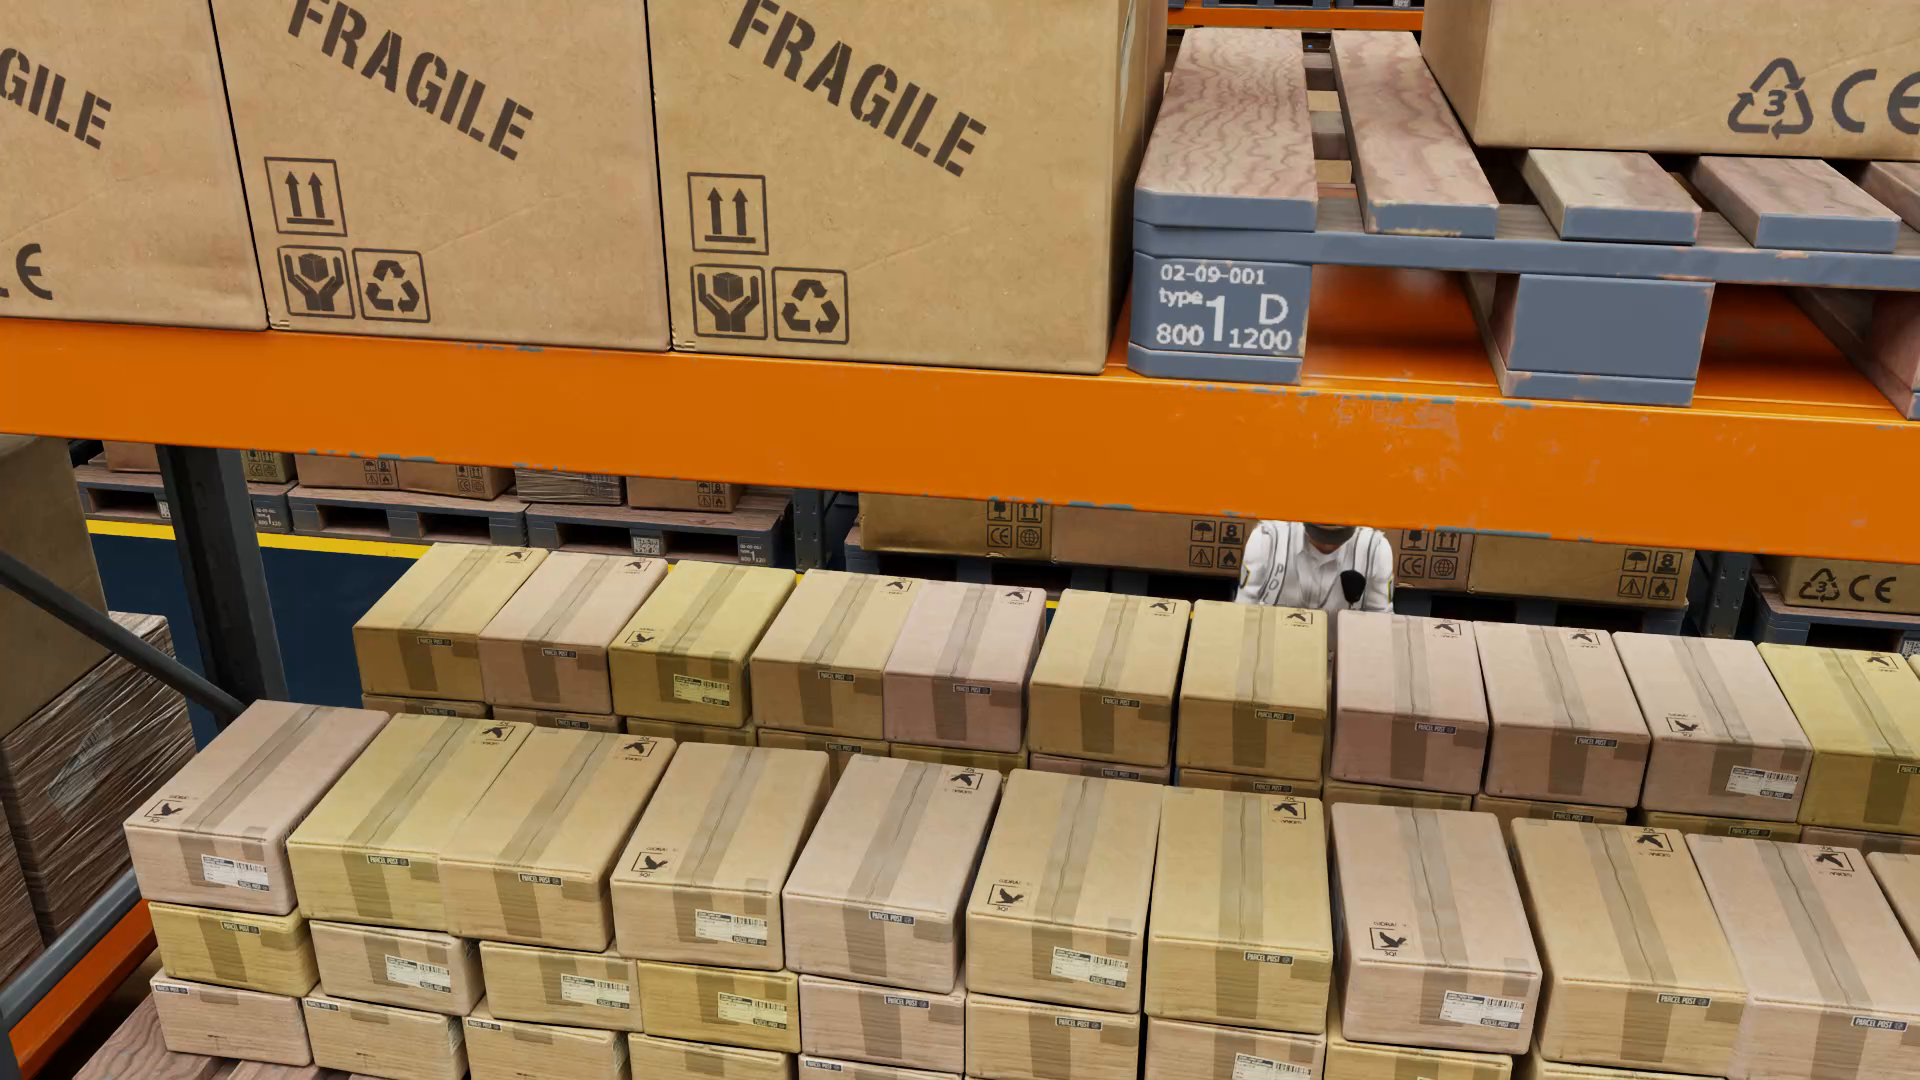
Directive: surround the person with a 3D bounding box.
[{"bbox_3d":[1.073,0.484,5.144,0.504,1.615,0.465,5,25,10],"label":"person"}]
